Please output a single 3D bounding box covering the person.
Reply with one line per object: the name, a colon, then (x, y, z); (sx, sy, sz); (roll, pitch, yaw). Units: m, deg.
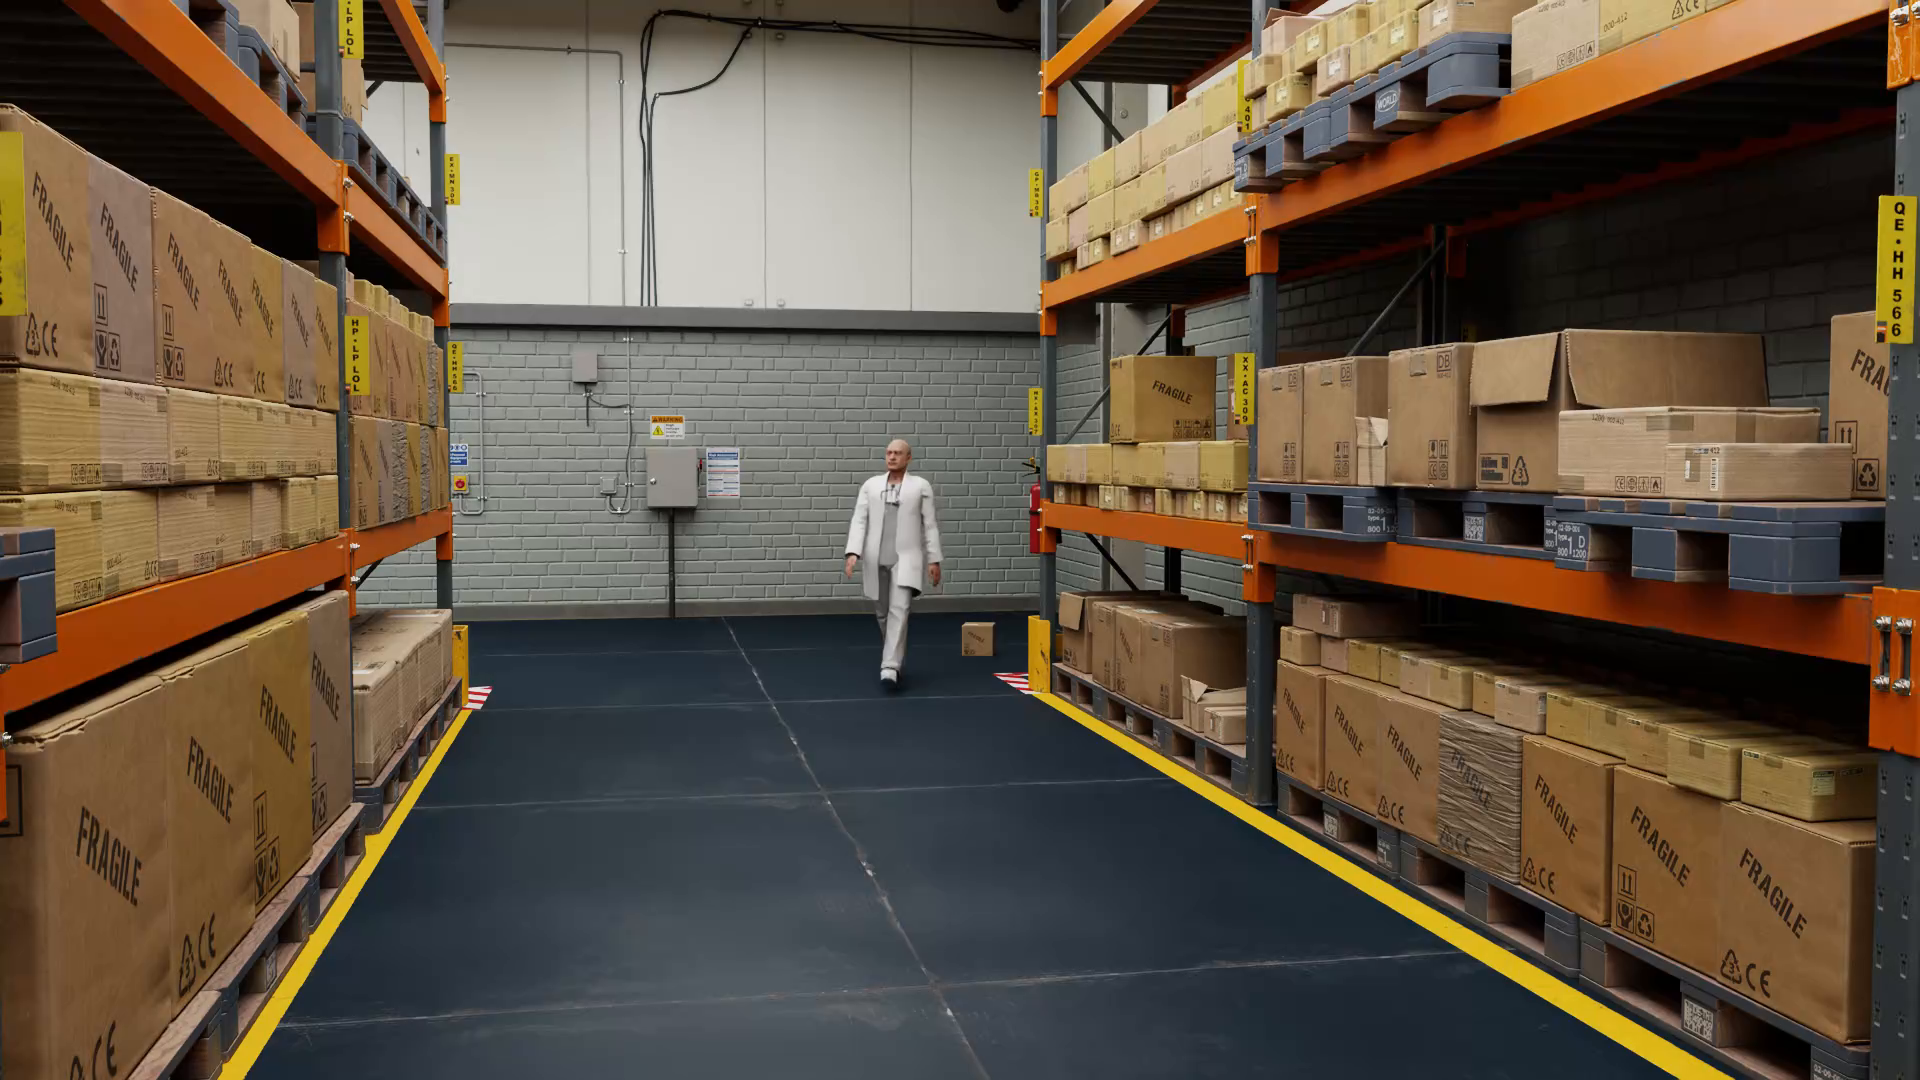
person: (-0.484, 0.146, 11.797); (0.634, 1.721, 1.151); (1, 3, 15)
